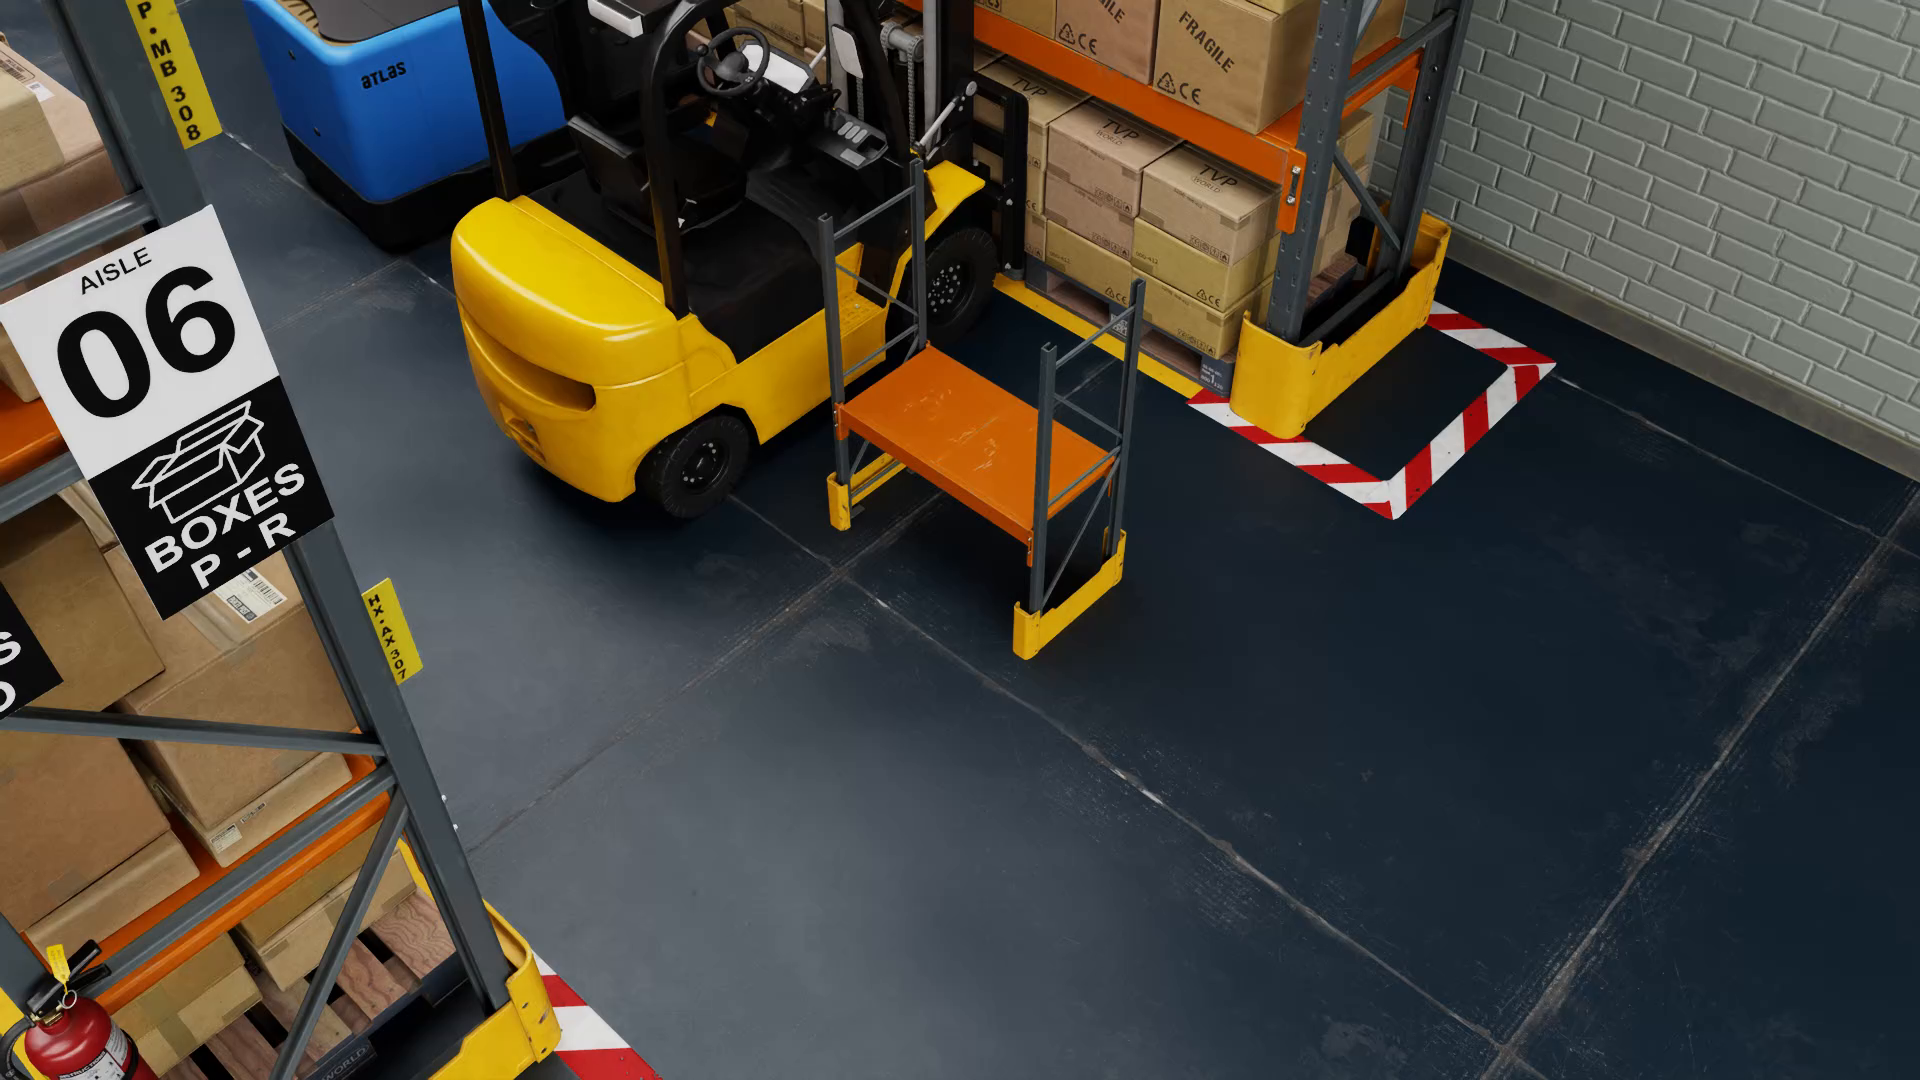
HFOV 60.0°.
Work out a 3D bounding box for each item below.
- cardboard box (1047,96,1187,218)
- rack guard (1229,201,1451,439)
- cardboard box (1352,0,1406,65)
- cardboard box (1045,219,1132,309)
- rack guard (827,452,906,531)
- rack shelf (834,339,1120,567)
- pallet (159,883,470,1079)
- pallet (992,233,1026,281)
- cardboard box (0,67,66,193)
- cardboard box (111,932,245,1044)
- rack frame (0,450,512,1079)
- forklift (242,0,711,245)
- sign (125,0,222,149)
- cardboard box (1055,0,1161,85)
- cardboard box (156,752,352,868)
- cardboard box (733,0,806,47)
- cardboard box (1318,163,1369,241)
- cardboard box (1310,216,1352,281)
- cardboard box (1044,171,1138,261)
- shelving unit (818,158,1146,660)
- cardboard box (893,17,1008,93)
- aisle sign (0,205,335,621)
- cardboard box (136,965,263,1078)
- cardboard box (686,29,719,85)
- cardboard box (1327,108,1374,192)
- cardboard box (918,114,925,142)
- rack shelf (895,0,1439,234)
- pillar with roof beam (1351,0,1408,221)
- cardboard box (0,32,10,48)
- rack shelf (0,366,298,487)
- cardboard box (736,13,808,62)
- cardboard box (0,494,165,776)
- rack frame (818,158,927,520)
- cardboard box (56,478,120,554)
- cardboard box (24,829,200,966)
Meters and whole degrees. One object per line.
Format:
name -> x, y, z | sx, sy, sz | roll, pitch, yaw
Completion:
cardboard box -> 0.730, -1.705, 7.205 | 0.500, 0.250, 0.500 | 35, 56, 28
rack guard -> 1.677, -0.983, 7.330 | 0.348, 0.500, 1.175 | 34, 55, 28
cardboard box -> 1.484, -2.278, 6.763 | 0.500, 0.500, 0.500 | 36, 56, 29
cardboard box -> 0.741, -1.367, 7.574 | 0.500, 0.250, 0.500 | 34, 55, 28
rack guard -> -0.310, -0.294, 6.855 | 0.087, 0.250, 0.587 | 34, 55, 28
rack shelf -> 0.063, -0.348, 6.295 | 1.000, 0.185, 0.538 | 34, 55, 28
pallet -> -2.333, 1.307, 5.378 | 1.213, 0.211, 1.003 | 34, 55, 28
pallet -> 0.177, -1.855, 8.346 | 1.213, 0.211, 1.003 | 34, 55, 28
cardboard box -> -1.827, -0.688, 2.906 | 0.250, 0.149, 0.380 | 34, 55, 27
cardboard box -> -2.470, 1.095, 4.748 | 0.500, 0.500, 0.500 | 34, 56, 28
rack frame -> -1.704, 0.811, 3.931 | 0.127, 3.000, 1.000 | 34, 55, 28
forklift -> -1.952, -3.353, 7.888 | 3.031, 2.935, 1.130 | -33, 55, -27
sign -> -1.337, -0.806, 2.792 | 0.005, 0.325, 0.100 | 34, 55, 28
cardboard box -> 0.745, -2.248, 6.735 | 0.500, 0.500, 0.500 | 36, 56, 29
cardboard box -> -1.814, 0.618, 4.284 | 0.250, 0.149, 0.380 | 34, 55, 28
cardboard box -> -0.768, -2.707, 8.146 | 0.500, 0.250, 0.500 | 34, 55, 28
cardboard box -> 1.455, -1.567, 7.419 | 0.500, 0.250, 0.500 | 35, 56, 28
cardboard box -> 1.431, -1.400, 7.605 | 0.500, 0.250, 0.500 | 34, 56, 28
cardboard box -> 0.728, -1.551, 7.404 | 0.500, 0.250, 0.500 | 33, 55, 27
shelving unit -> 0.056, -0.476, 6.168 | 1.083, 1.500, 0.587 | 34, 55, 28
cardboard box -> -0.015, -2.204, 7.674 | 0.500, 0.250, 0.500 | 33, 55, 27
aisle sign -> -1.449, -0.214, 3.110 | 0.004, 0.787, 0.394 | 34, 55, 28
cardboard box -> -2.499, 1.341, 5.031 | 0.500, 0.250, 0.500 | 34, 55, 28
cardboard box -> -1.149, -2.614, 8.745 | 0.500, 0.250, 0.500 | 34, 56, 28
cardboard box -> 1.435, -1.734, 7.233 | 0.500, 0.250, 0.500 | 33, 55, 27
cardboard box -> -0.030, -2.044, 7.867 | 0.500, 0.250, 0.500 | 34, 55, 28
rack shelf -> 0.190, -2.593, 7.620 | 4.000, 0.370, 1.077 | 34, 55, 28
pillar with roof beam -> -1.161, -2.424, 2.854 | 0.400, 9.000, 9.100 | 34, 55, 28
cardboard box -> -2.257, -0.912, 3.390 | 0.500, 0.250, 0.500 | 33, 55, 27
rack shelf -> -3.174, -0.958, 4.028 | 4.000, 0.370, 1.077 | 34, 55, 28
cardboard box -> -0.762, -2.549, 8.341 | 0.500, 0.250, 0.500 | 34, 55, 27
cardboard box -> -2.228, 0.197, 3.549 | 0.500, 0.500, 0.700 | 33, 55, 27
rack frame -> -0.311, -0.723, 6.400 | 0.032, 1.500, 0.500 | 34, 55, 28
cardboard box -> -2.247, 0.038, 4.384 | 0.500, 0.500, 0.500 | 36, 56, 29
cardboard box -> -2.124, 0.827, 4.089 | 0.250, 0.149, 0.380 | 36, 56, 29
